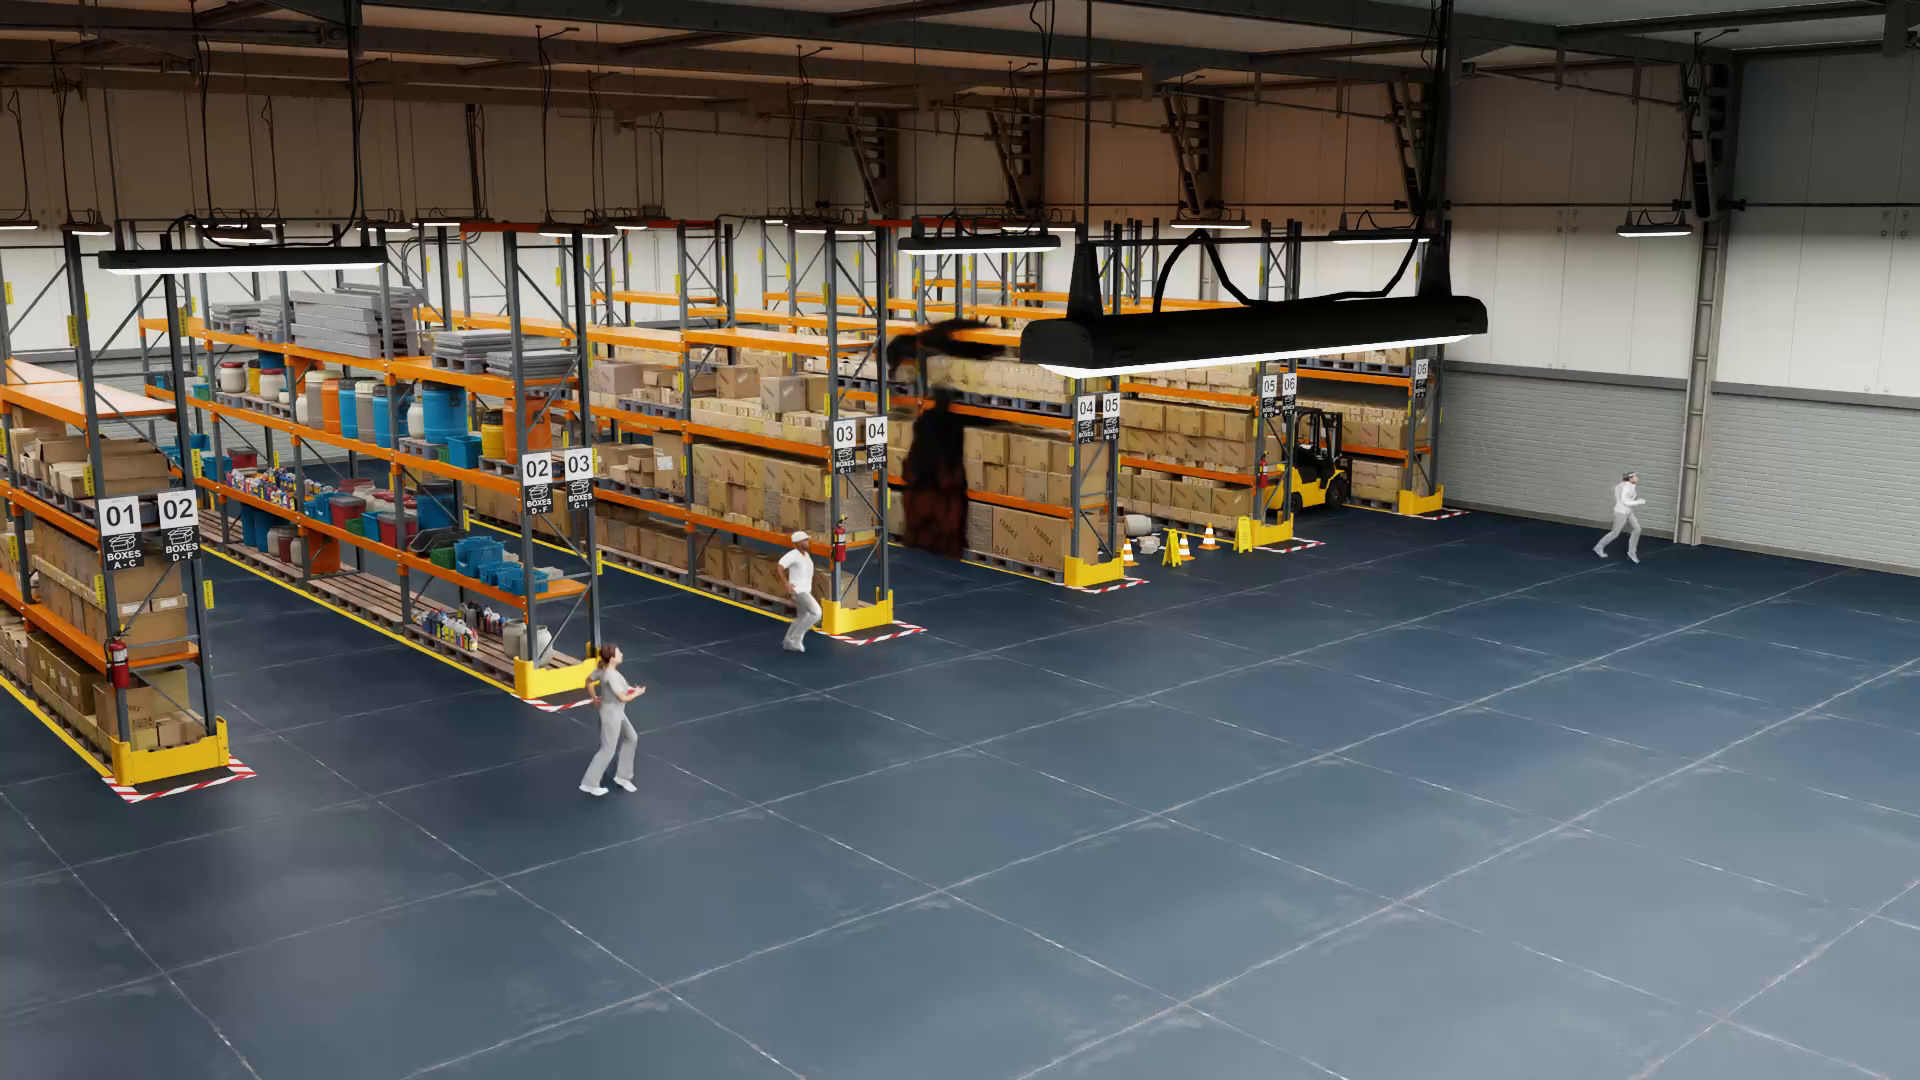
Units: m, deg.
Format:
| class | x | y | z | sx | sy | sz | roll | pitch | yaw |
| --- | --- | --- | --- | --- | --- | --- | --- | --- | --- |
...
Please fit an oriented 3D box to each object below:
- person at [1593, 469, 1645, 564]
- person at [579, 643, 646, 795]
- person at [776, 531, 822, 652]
| class | x | y | z | sx | sy | sz | roll | pitch | yaw |
| --- | --- | --- | --- | --- | --- | --- | --- | --- | --- |
| person | 11.866 | -0.447 | 29.865 | 0.817 | 1.729 | 0.638 | 7 | 13 | 31 |
| person | -3.758 | 1.960 | 17.947 | 0.757 | 1.736 | 0.542 | -4 | 12 | -19 |
| person | -2.265 | 0.730 | 23.865 | 0.615 | 1.720 | 0.711 | 1 | 12 | 7 |
